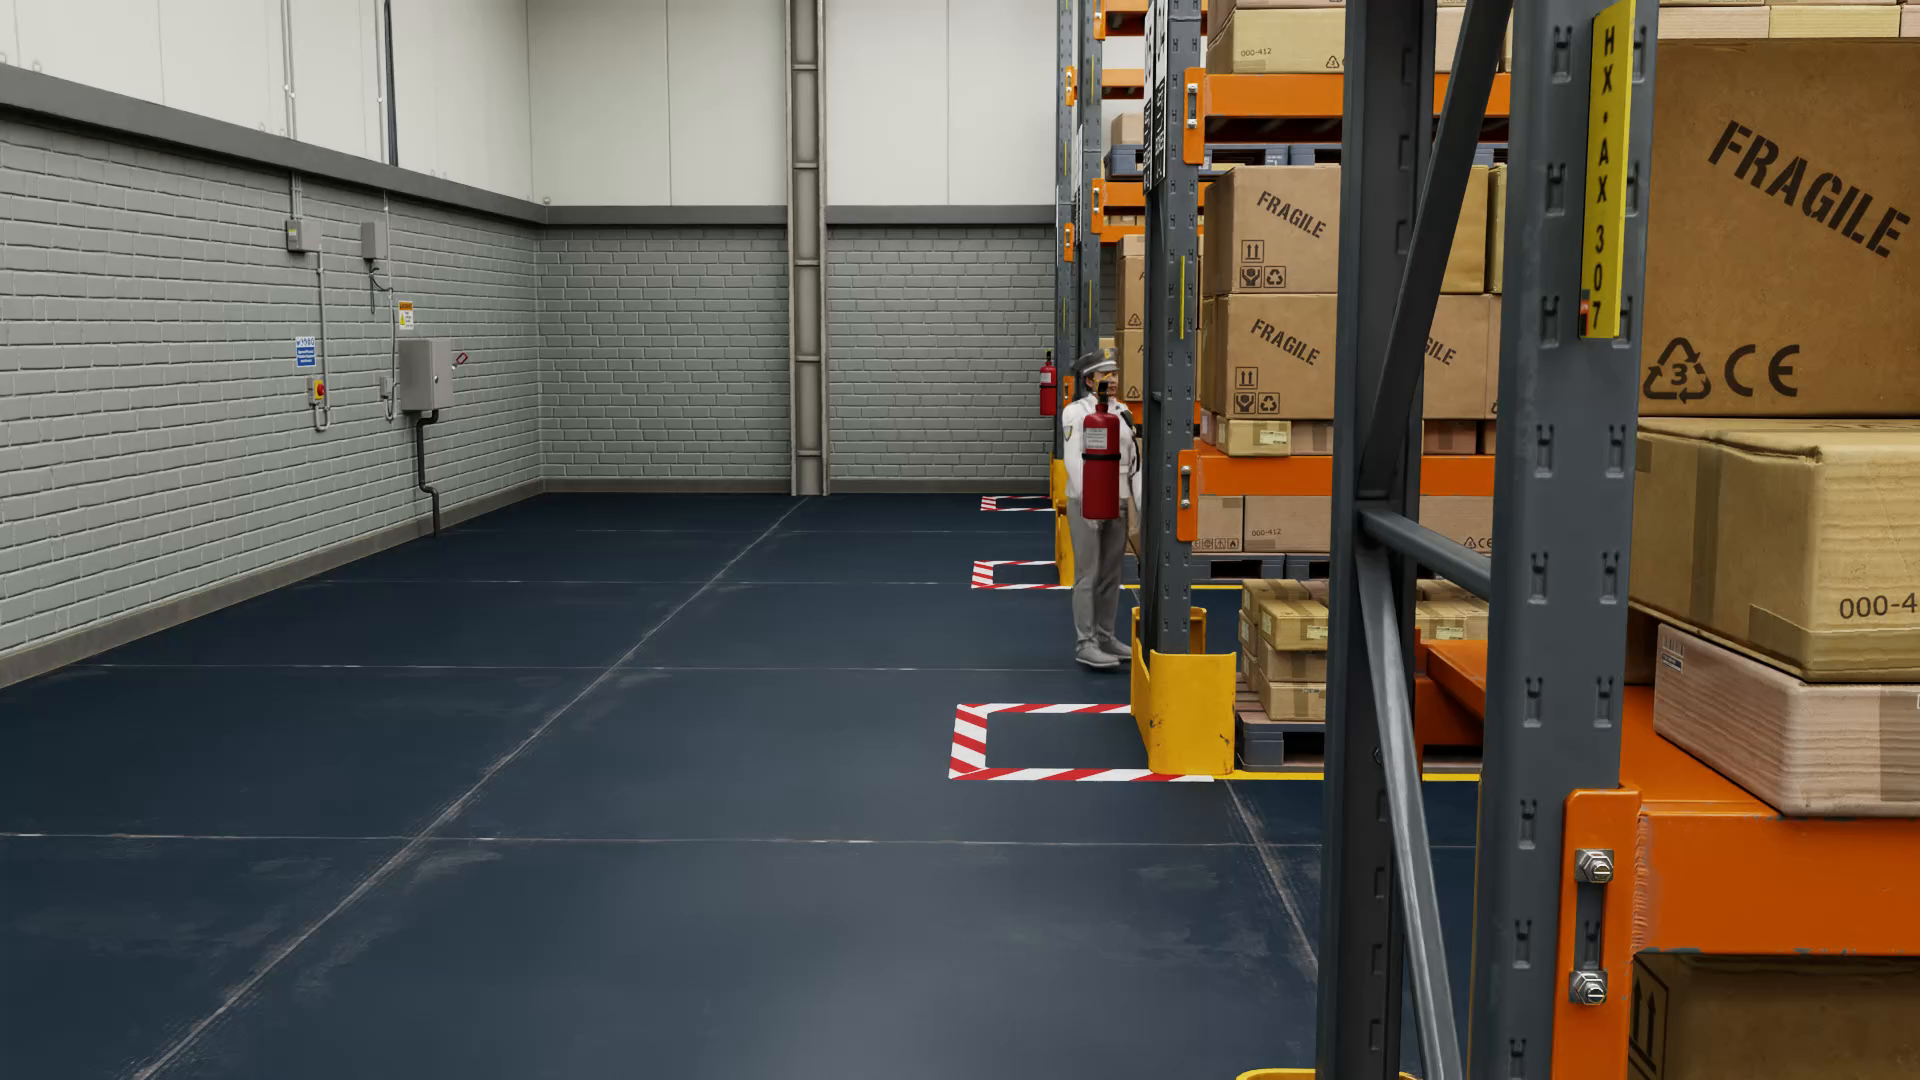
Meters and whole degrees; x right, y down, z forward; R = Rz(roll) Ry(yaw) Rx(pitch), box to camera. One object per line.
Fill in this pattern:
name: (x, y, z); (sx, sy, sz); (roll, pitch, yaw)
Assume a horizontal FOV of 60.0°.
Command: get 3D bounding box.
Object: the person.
person: (0.806, -0.180, 8.911); (0.510, 1.699, 0.492); (-5, 9, -32)
